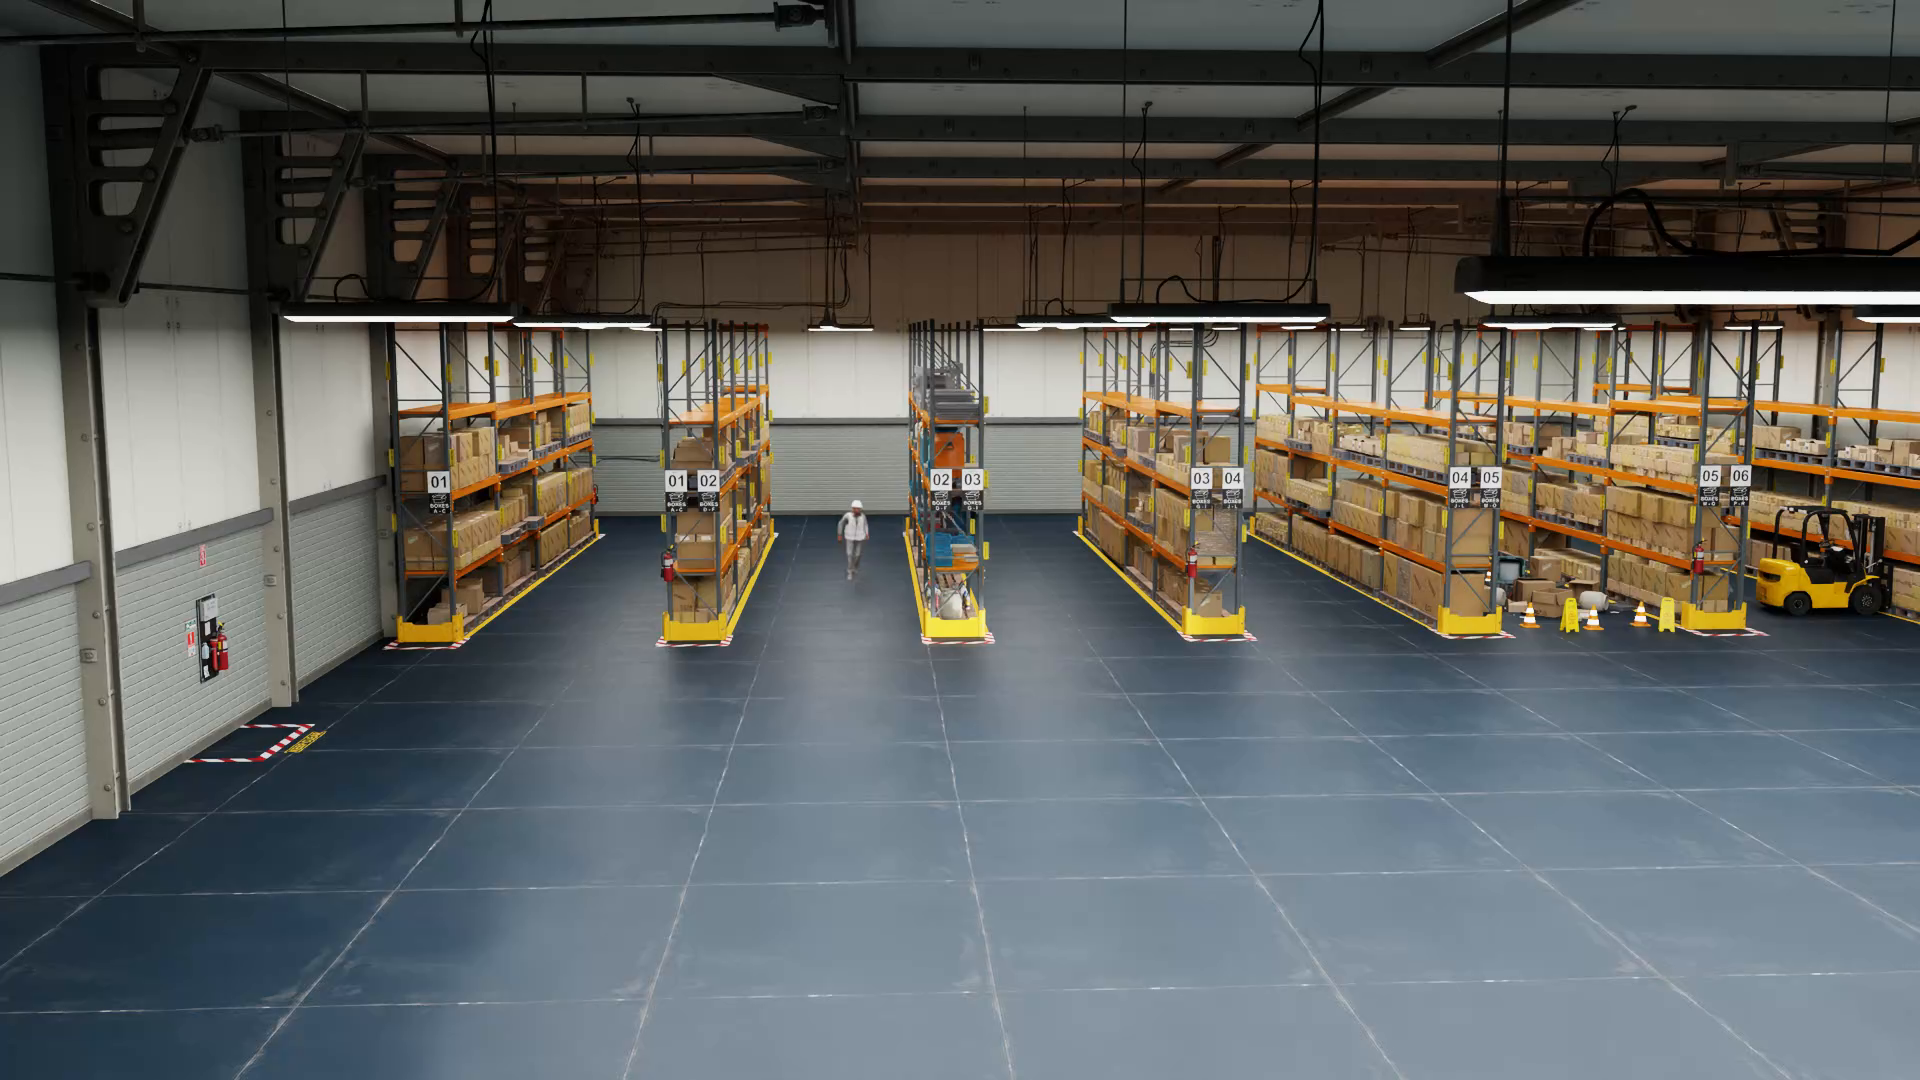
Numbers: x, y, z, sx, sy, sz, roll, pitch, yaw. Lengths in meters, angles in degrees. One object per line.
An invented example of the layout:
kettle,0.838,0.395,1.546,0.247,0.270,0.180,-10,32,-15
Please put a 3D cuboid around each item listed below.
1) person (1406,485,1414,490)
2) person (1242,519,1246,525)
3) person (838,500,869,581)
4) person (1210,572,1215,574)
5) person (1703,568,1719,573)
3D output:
person,12.349,-0.732,45.617,0.427,1.662,0.513,0,7,-3
person,8.038,-1.144,48.913,0.703,1.642,0.580,-1,7,-6
person,-2.389,-0.016,37.288,0.695,1.761,0.965,0,7,-3
person,6.110,-0.011,39.950,0.407,1.591,0.927,0,7,-1
person,16.587,0.356,36.814,0.574,1.674,0.460,7,10,43
